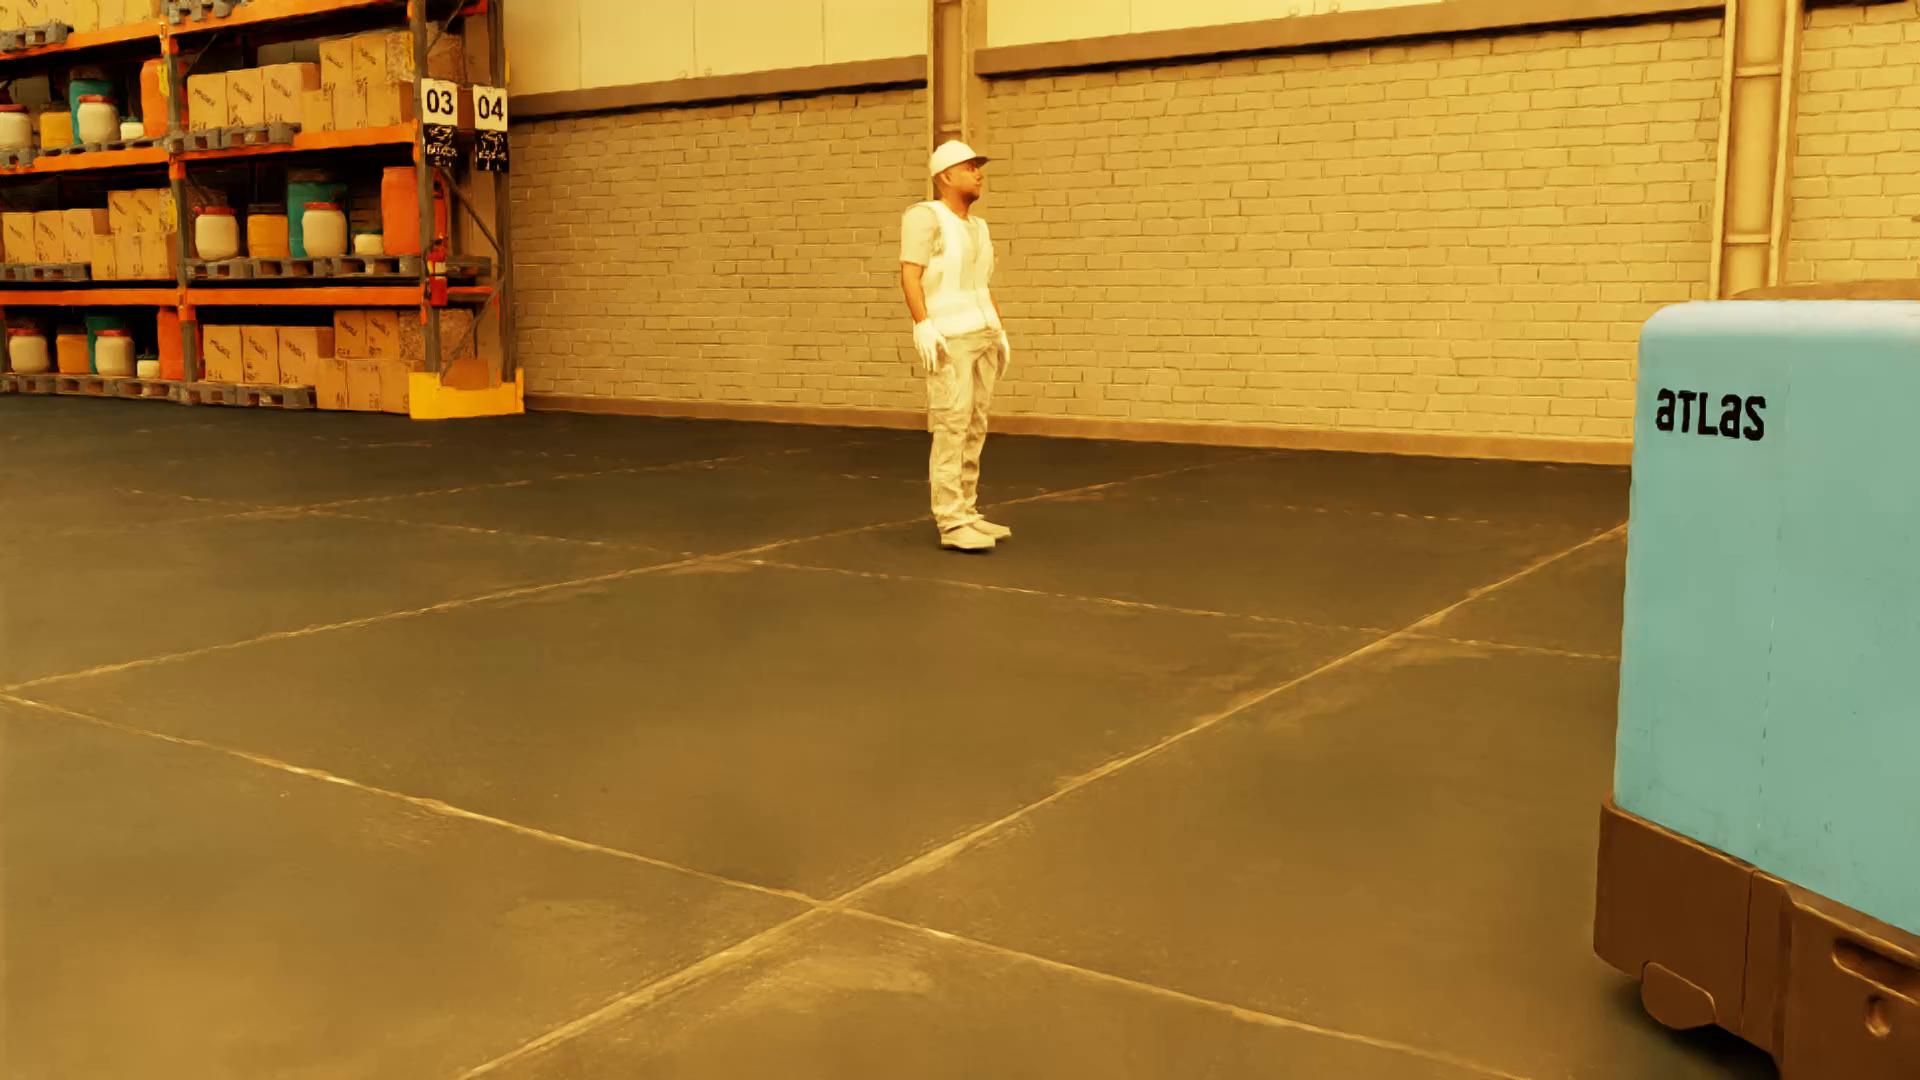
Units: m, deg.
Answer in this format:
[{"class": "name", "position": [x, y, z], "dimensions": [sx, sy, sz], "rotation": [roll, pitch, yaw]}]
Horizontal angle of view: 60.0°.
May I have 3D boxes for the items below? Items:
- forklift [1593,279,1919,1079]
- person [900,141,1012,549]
[{"class": "forklift", "position": [1.907, -0.565, 1.165], "dimensions": [1.130, 2.935, 3.031], "rotation": [-2, 8, -17]}, {"class": "person", "position": [0.055, -0.883, 7.431], "dimensions": [0.576, 1.782, 0.655], "rotation": [5, 10, 34]}]
